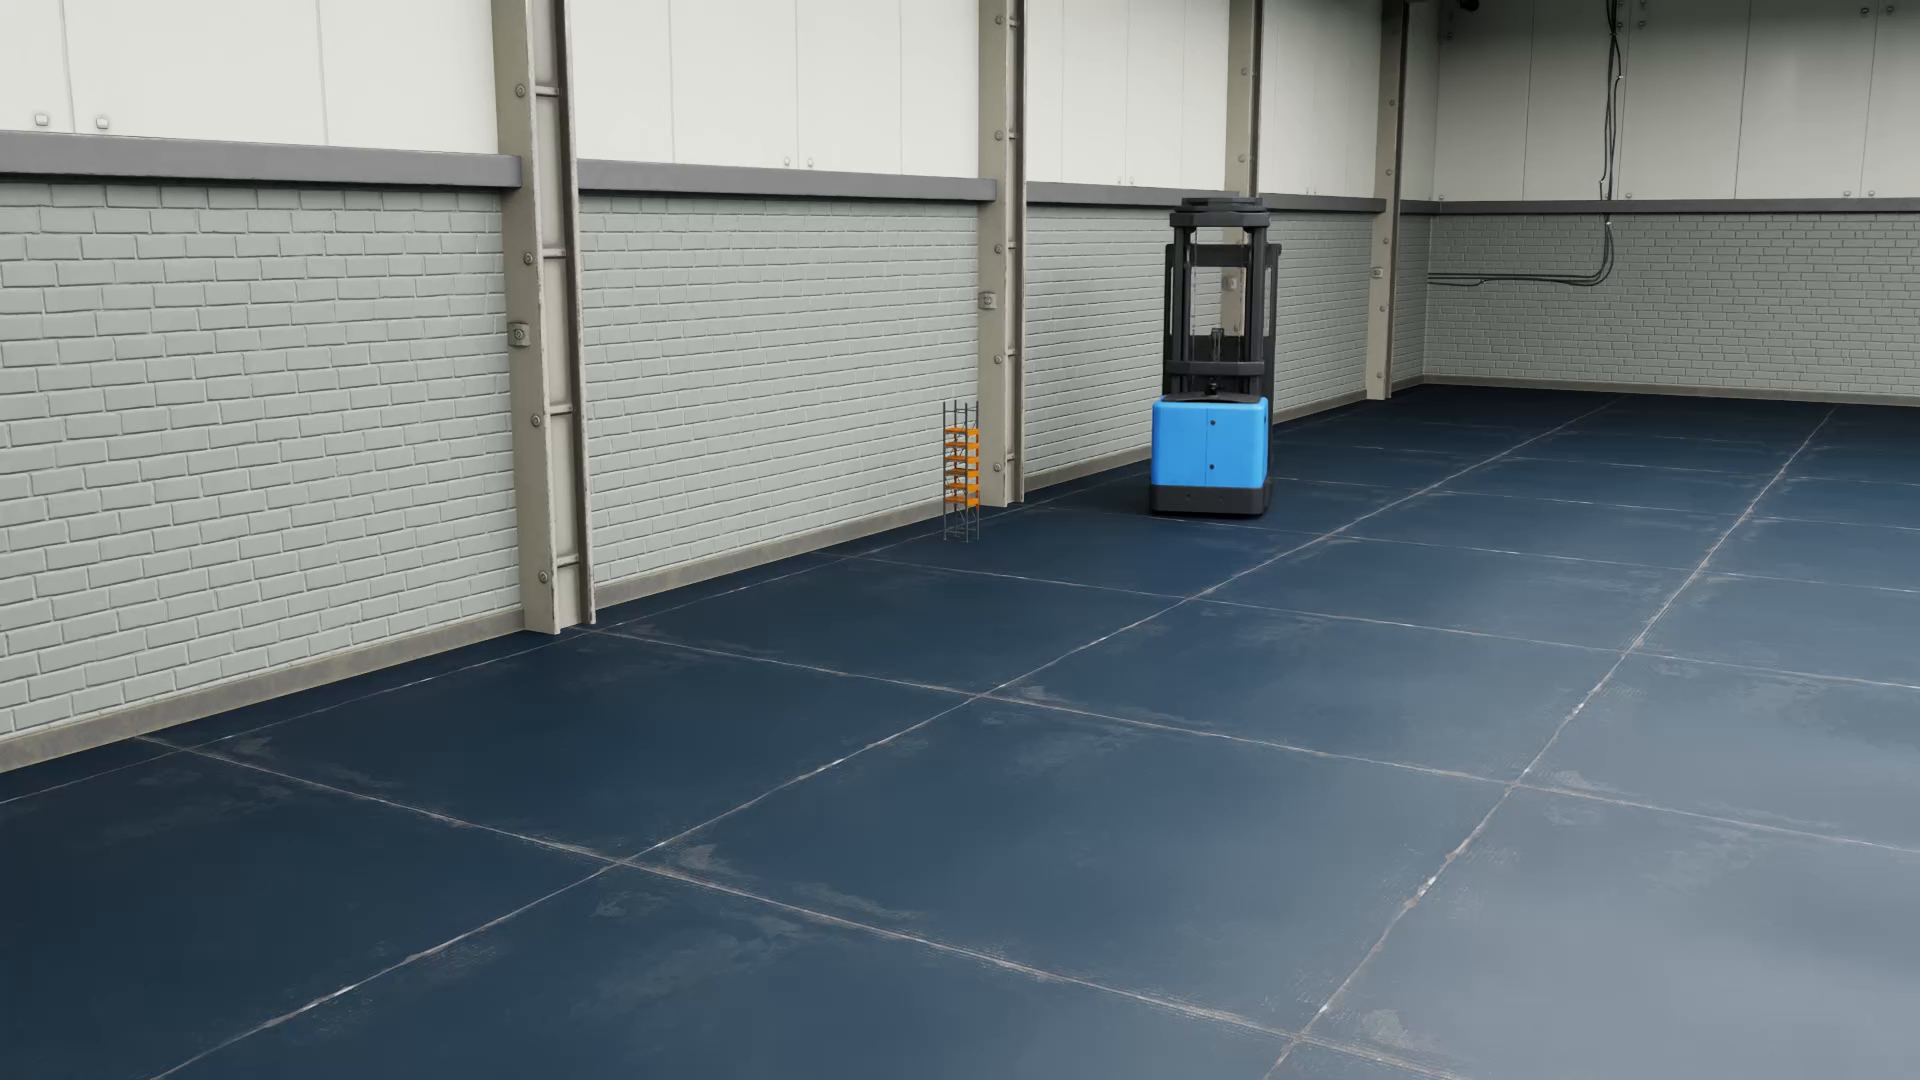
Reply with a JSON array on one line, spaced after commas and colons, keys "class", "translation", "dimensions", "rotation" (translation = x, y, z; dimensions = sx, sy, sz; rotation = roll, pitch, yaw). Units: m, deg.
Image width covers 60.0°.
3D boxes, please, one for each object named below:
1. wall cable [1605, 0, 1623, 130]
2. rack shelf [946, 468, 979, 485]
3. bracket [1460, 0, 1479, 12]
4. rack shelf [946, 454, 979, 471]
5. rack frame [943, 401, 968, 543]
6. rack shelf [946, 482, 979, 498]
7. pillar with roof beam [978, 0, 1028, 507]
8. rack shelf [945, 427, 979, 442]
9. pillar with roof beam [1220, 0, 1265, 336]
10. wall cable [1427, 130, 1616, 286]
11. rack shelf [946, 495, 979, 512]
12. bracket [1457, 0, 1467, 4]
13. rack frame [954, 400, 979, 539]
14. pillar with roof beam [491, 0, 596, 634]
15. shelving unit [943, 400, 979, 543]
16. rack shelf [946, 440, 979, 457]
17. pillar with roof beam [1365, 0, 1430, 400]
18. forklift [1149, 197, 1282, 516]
[{"class": "wall cable", "translation": [11.602, -7.708, 25.800], "dimensions": [3.097, 2.526, 0.112], "rotation": [6, 12, 31]}, {"class": "rack shelf", "translation": [0.008, -0.548, 14.279], "dimensions": [0.258, 0.103, 0.180], "rotation": [6, 12, 31]}, {"class": "bracket", "translation": [8.379, -8.847, 27.387], "dimensions": [0.235, 0.232, 0.430], "rotation": [6, 12, 31]}, {"class": "rack shelf", "translation": [0.008, -0.666, 14.257], "dimensions": [0.258, 0.103, 0.180], "rotation": [6, 12, 31]}, {"class": "rack frame", "translation": [-0.040, -0.578, 14.194], "dimensions": [0.240, 1.200, 0.006], "rotation": [6, 12, 31]}, {"class": "rack shelf", "translation": [0.008, -0.430, 14.301], "dimensions": [0.258, 0.103, 0.180], "rotation": [6, 12, 31]}, {"class": "pillar with roof beam", "translation": [4.079, -4.375, 13.282], "dimensions": [9.100, 9.000, 0.400], "rotation": [6, 12, 31]}, {"class": "rack shelf", "translation": [0.008, -0.902, 14.212], "dimensions": [0.258, 0.103, 0.180], "rotation": [6, 12, 31]}, {"class": "pillar with roof beam", "translation": [7.194, -5.318, 18.322], "dimensions": [9.100, 9.000, 0.400], "rotation": [6, 12, 31]}, {"class": "wall cable", "translation": [9.290, -5.484, 27.645], "dimensions": [3.097, 2.526, 0.112], "rotation": [6, 12, 31]}, {"class": "rack shelf", "translation": [0.008, -0.312, 14.323], "dimensions": [0.258, 0.103, 0.180], "rotation": [6, 12, 31]}, {"class": "bracket", "translation": [8.073, -8.754, 26.891], "dimensions": [0.076, 0.066, 3.189], "rotation": [6, 12, 31]}, {"class": "rack frame", "translation": [0.055, -0.606, 14.347], "dimensions": [0.240, 1.200, 0.006], "rotation": [6, 12, 31]}, {"class": "pillar with roof beam", "translation": [0.964, -3.431, 8.241], "dimensions": [9.100, 9.000, 0.400], "rotation": [6, 12, 31]}, {"class": "shelving unit", "translation": [0.008, -0.592, 14.270], "dimensions": [0.258, 1.200, 0.189], "rotation": [6, 12, 31]}, {"class": "rack shelf", "translation": [0.008, -0.784, 14.234], "dimensions": [0.258, 0.103, 0.180], "rotation": [6, 12, 31]}, {"class": "pillar with roof beam", "translation": [10.309, -6.262, 23.363], "dimensions": [9.100, 9.000, 0.548], "rotation": [6, 12, 31]}, {"class": "forklift", "translation": [2.591, -1.895, 16.524], "dimensions": [1.130, 2.935, 3.031], "rotation": [2, 11, 13]}]
